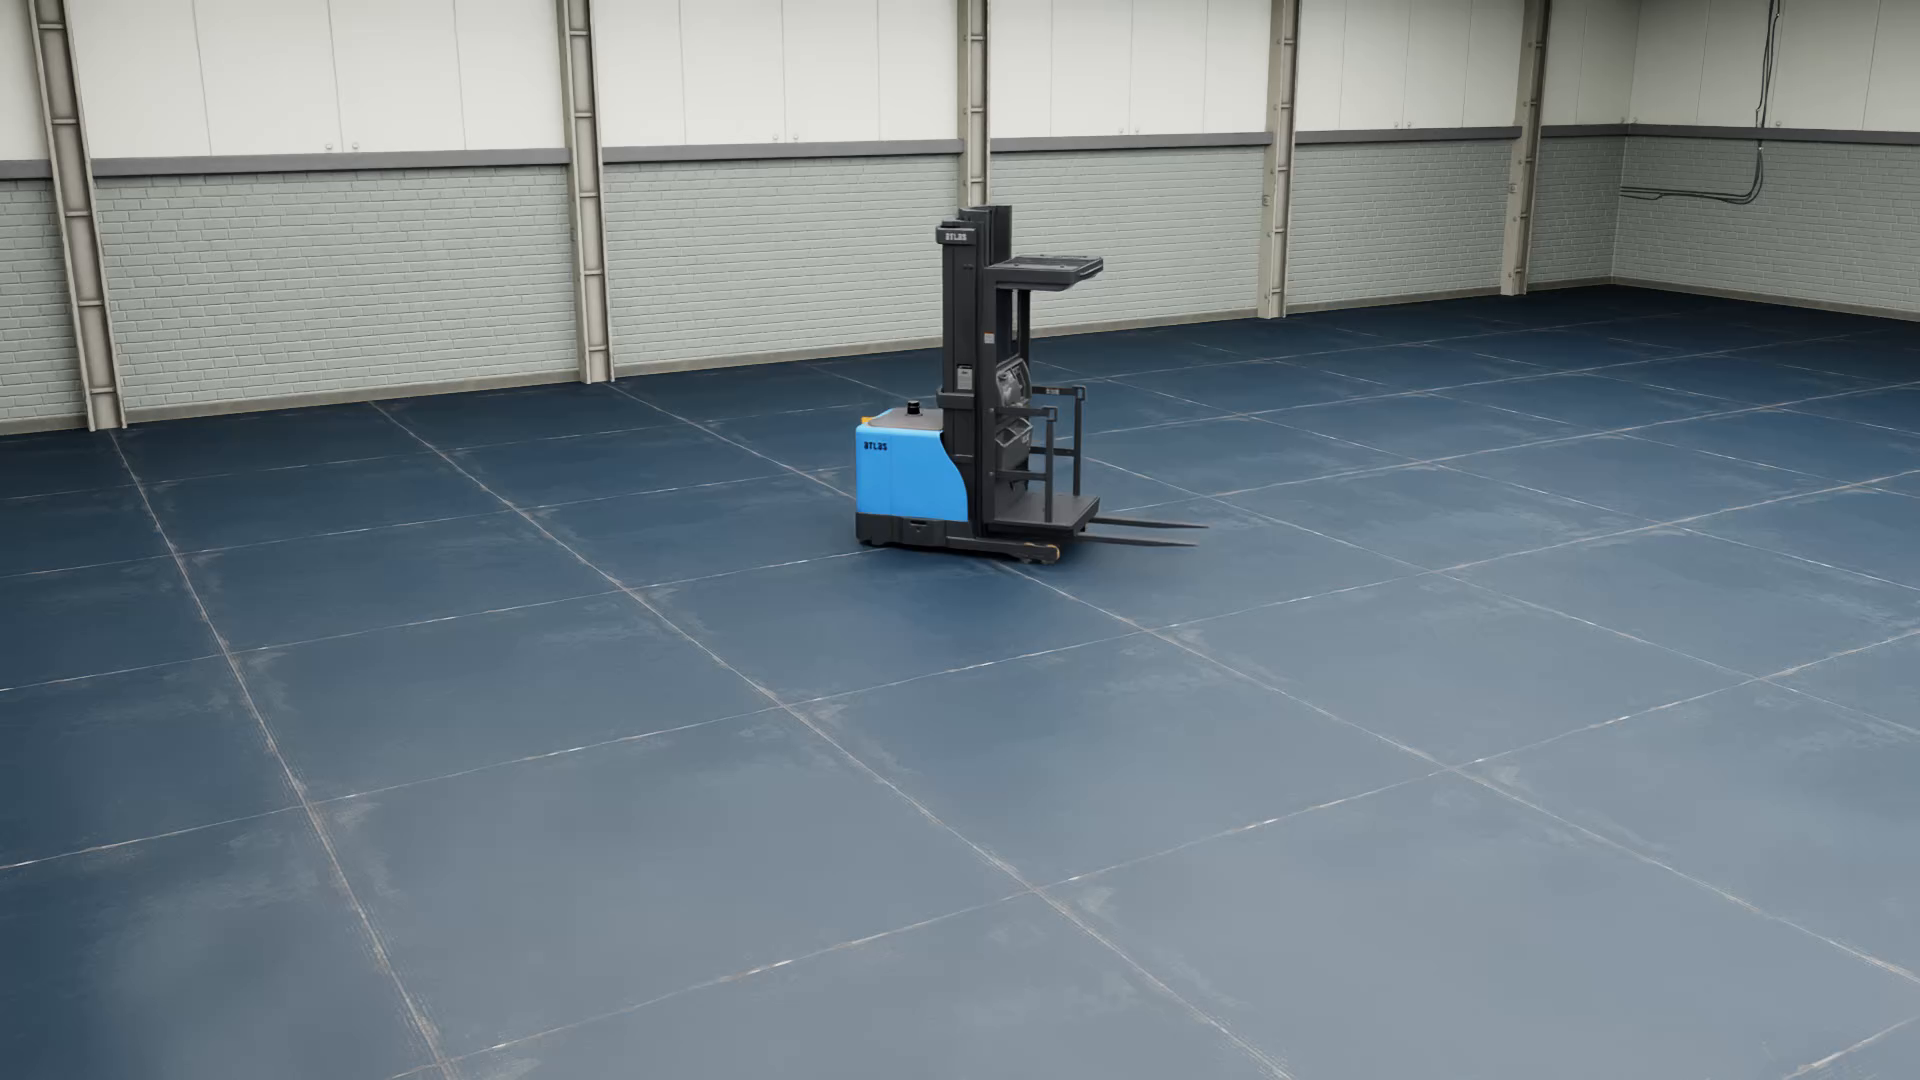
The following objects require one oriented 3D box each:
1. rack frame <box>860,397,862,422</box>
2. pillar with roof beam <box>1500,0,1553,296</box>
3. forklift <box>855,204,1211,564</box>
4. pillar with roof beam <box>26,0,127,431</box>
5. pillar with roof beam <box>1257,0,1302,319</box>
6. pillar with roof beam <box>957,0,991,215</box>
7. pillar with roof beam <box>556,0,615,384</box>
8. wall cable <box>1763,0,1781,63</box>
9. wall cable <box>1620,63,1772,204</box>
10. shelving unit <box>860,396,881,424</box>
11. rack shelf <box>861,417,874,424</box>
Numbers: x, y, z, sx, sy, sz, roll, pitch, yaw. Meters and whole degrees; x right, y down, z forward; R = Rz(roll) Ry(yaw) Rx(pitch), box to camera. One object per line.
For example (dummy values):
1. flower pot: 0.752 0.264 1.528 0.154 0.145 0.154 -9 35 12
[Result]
1. rack frame: -0.908 -0.758 15.392 0.006 1.200 0.240 -1 16 -2
2. pillar with roof beam: 12.707 -8.006 26.799 0.400 9.000 9.100 -9 18 -30
3. forklift: 0.649 -1.365 14.347 3.031 2.935 1.130 5 16 17
4. pillar with roof beam: -7.865 -4.670 14.897 0.400 9.000 9.100 -9 18 -30
5. pillar with roof beam: 7.564 -7.172 23.823 0.400 9.000 9.100 -9 18 -30
6. pillar with roof beam: 2.421 -6.338 20.848 0.400 9.000 9.100 -9 18 -30
7. pillar with roof beam: -2.722 -5.504 17.873 0.400 9.000 9.100 -9 18 -30
8. wall cable: 15.090 -9.416 28.226 0.112 2.526 3.097 -9 18 -30
9. wall cable: 13.696 -7.611 31.141 0.112 2.526 3.097 -9 18 -30
10. shelving unit: -0.817 -0.759 15.395 0.189 1.200 0.258 -1 16 -2
11. rack shelf: -0.817 -1.063 15.310 0.180 0.103 0.258 -1 16 -2
